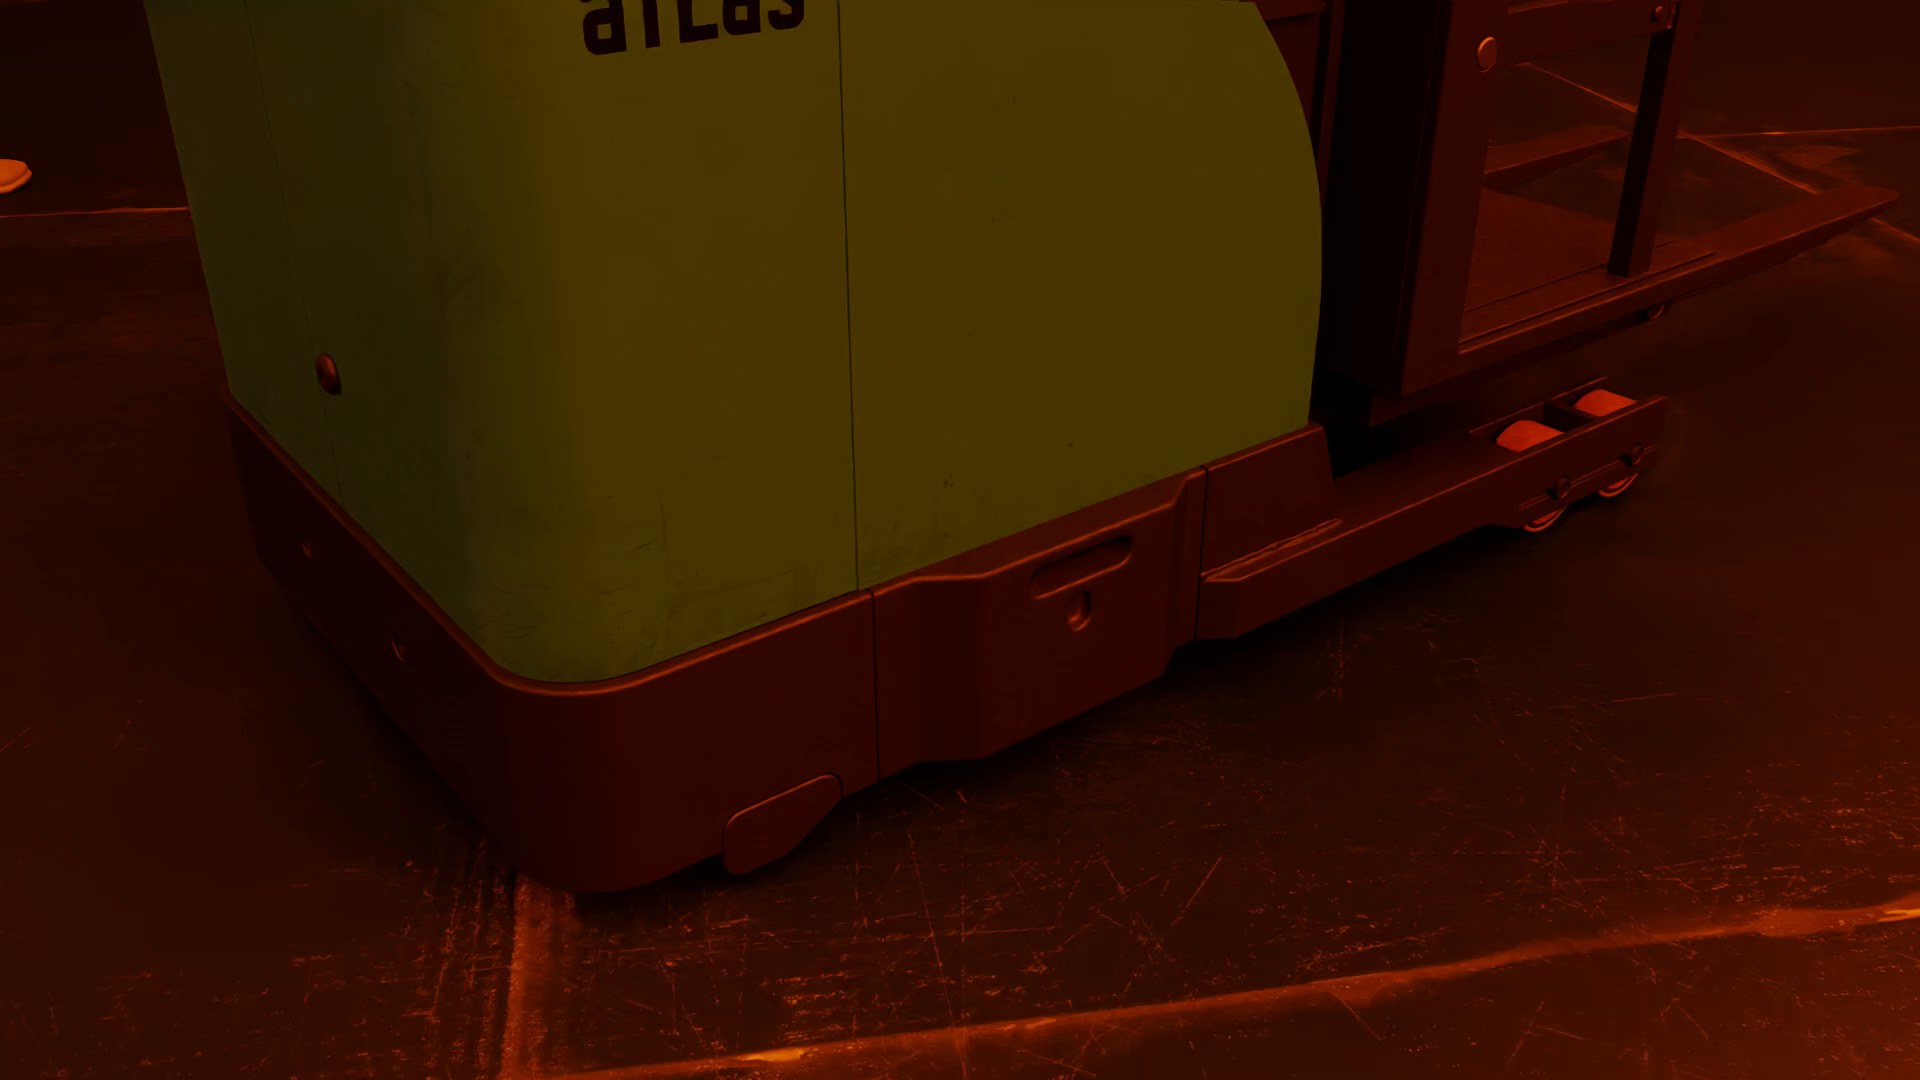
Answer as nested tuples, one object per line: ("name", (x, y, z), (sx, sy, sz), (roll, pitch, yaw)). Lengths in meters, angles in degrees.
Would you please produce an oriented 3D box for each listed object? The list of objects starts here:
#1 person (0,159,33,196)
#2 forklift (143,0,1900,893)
("person", (-2.615, -1.653, 3.726), (0.526, 1.777, 0.368), (13, 30, 23))
("forklift", (0.486, -1.483, 2.168), (3.031, 2.935, 1.130), (-20, 34, -33))
